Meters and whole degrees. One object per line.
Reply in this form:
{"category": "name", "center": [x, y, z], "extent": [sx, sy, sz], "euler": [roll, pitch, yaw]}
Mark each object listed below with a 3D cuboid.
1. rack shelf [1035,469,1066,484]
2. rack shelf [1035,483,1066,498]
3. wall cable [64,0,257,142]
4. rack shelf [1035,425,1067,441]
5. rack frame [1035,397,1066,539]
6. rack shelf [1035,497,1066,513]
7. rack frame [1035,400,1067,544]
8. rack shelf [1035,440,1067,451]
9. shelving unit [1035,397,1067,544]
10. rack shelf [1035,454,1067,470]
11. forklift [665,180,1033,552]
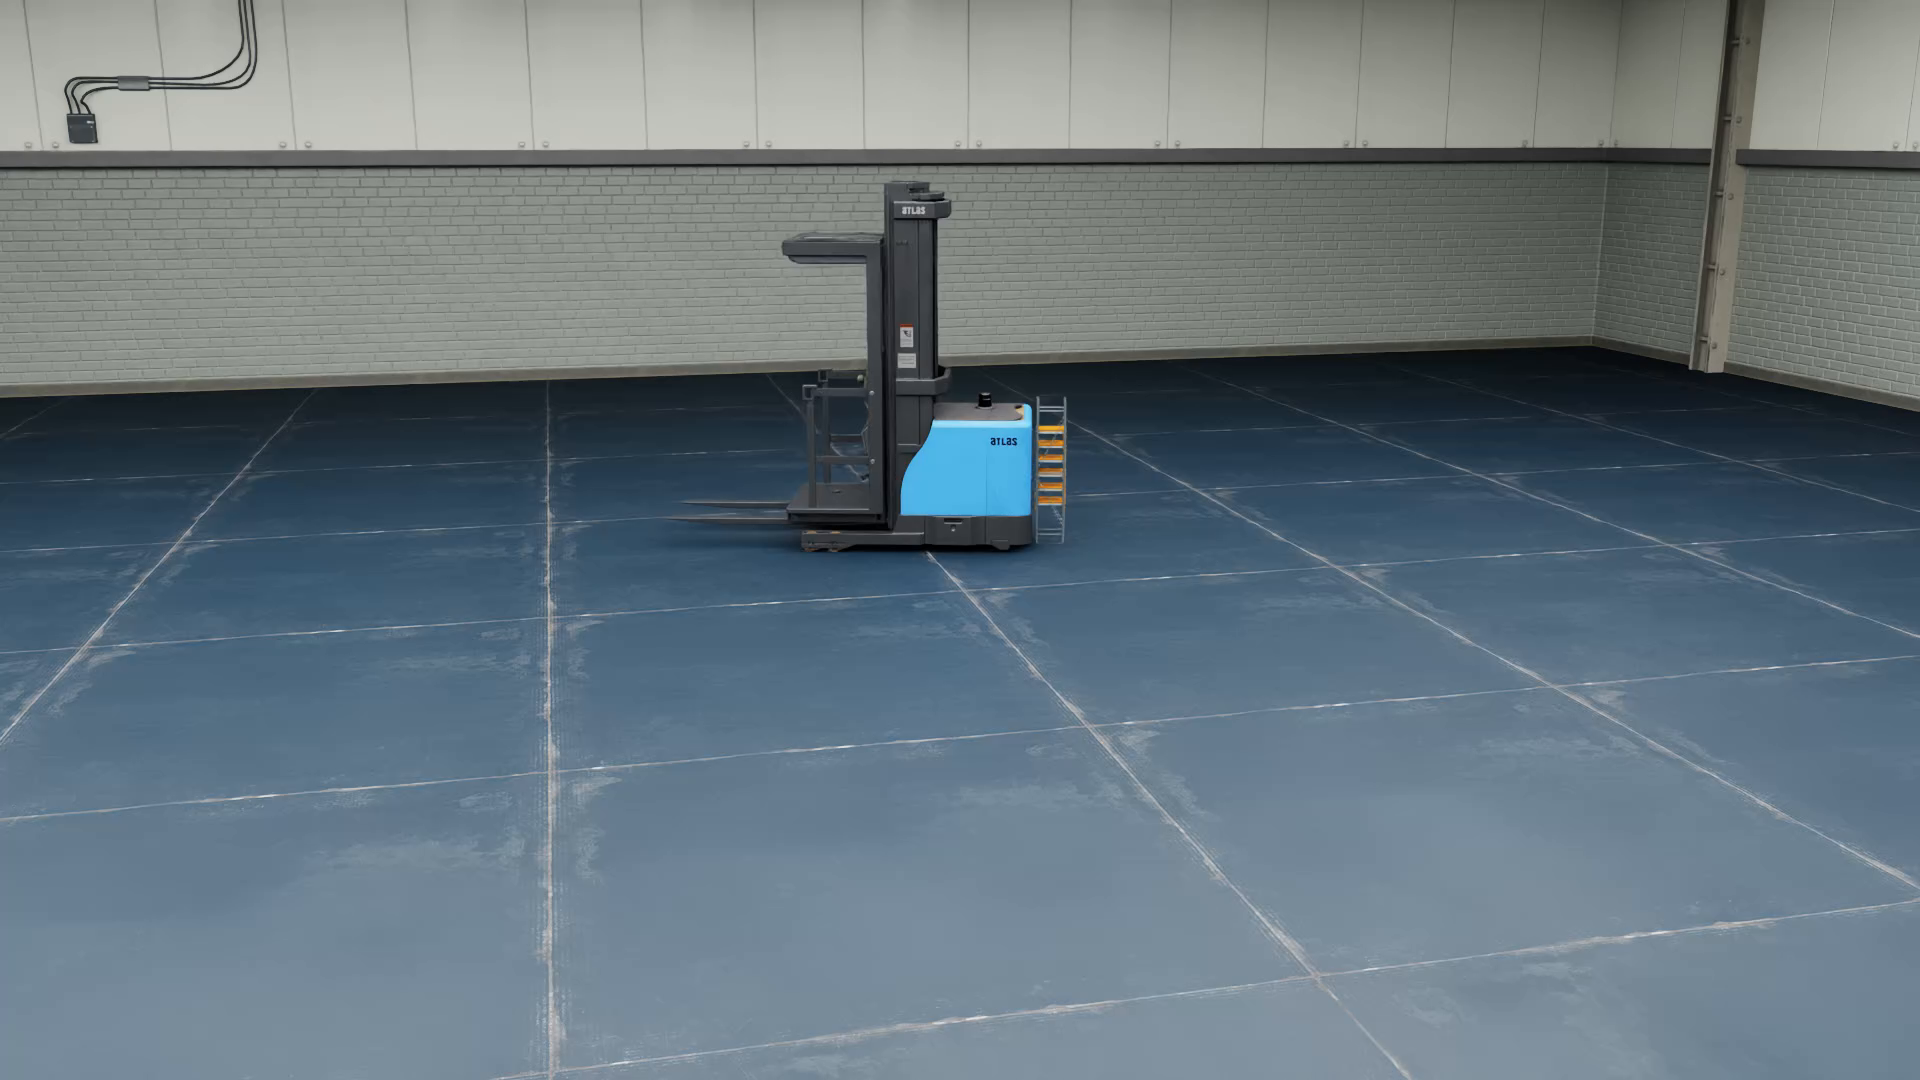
{"category": "rack shelf", "center": [0.749, -0.530, 13.756], "extent": [0.258, 0.103, 0.180], "euler": [1, 14, 2]}
{"category": "rack shelf", "center": [0.749, -0.414, 13.784], "extent": [0.258, 0.103, 0.180], "euler": [1, 14, 2]}
{"category": "wall cable", "center": [-10.068, -7.980, 20.463], "extent": [2.305, 6.003, 0.169], "euler": [-3, 14, -13]}
{"category": "rack shelf", "center": [0.750, -0.880, 13.670], "extent": [0.258, 0.103, 0.180], "euler": [1, 14, 2]}
{"category": "rack frame", "center": [0.753, -0.595, 13.834], "extent": [0.240, 1.200, 0.006], "euler": [1, 14, 2]}
{"category": "rack shelf", "center": [0.749, -0.297, 13.813], "extent": [0.258, 0.103, 0.180], "euler": [1, 14, 2]}
{"category": "rack frame", "center": [0.745, -0.552, 13.657], "extent": [0.240, 1.200, 0.006], "euler": [1, 14, 2]}
{"category": "rack shelf", "center": [0.749, -0.763, 13.699], "extent": [0.258, 0.103, 0.180], "euler": [1, 14, 2]}
{"category": "shelving unit", "center": [0.749, -0.573, 13.745], "extent": [0.258, 1.200, 0.189], "euler": [1, 14, 2]}
{"category": "rack shelf", "center": [0.749, -0.647, 13.727], "extent": [0.258, 0.103, 0.180], "euler": [1, 14, 2]}
{"category": "forklift", "center": [-0.909, -1.451, 13.692], "extent": [3.031, 2.935, 1.130], "euler": [1, 14, 2]}
